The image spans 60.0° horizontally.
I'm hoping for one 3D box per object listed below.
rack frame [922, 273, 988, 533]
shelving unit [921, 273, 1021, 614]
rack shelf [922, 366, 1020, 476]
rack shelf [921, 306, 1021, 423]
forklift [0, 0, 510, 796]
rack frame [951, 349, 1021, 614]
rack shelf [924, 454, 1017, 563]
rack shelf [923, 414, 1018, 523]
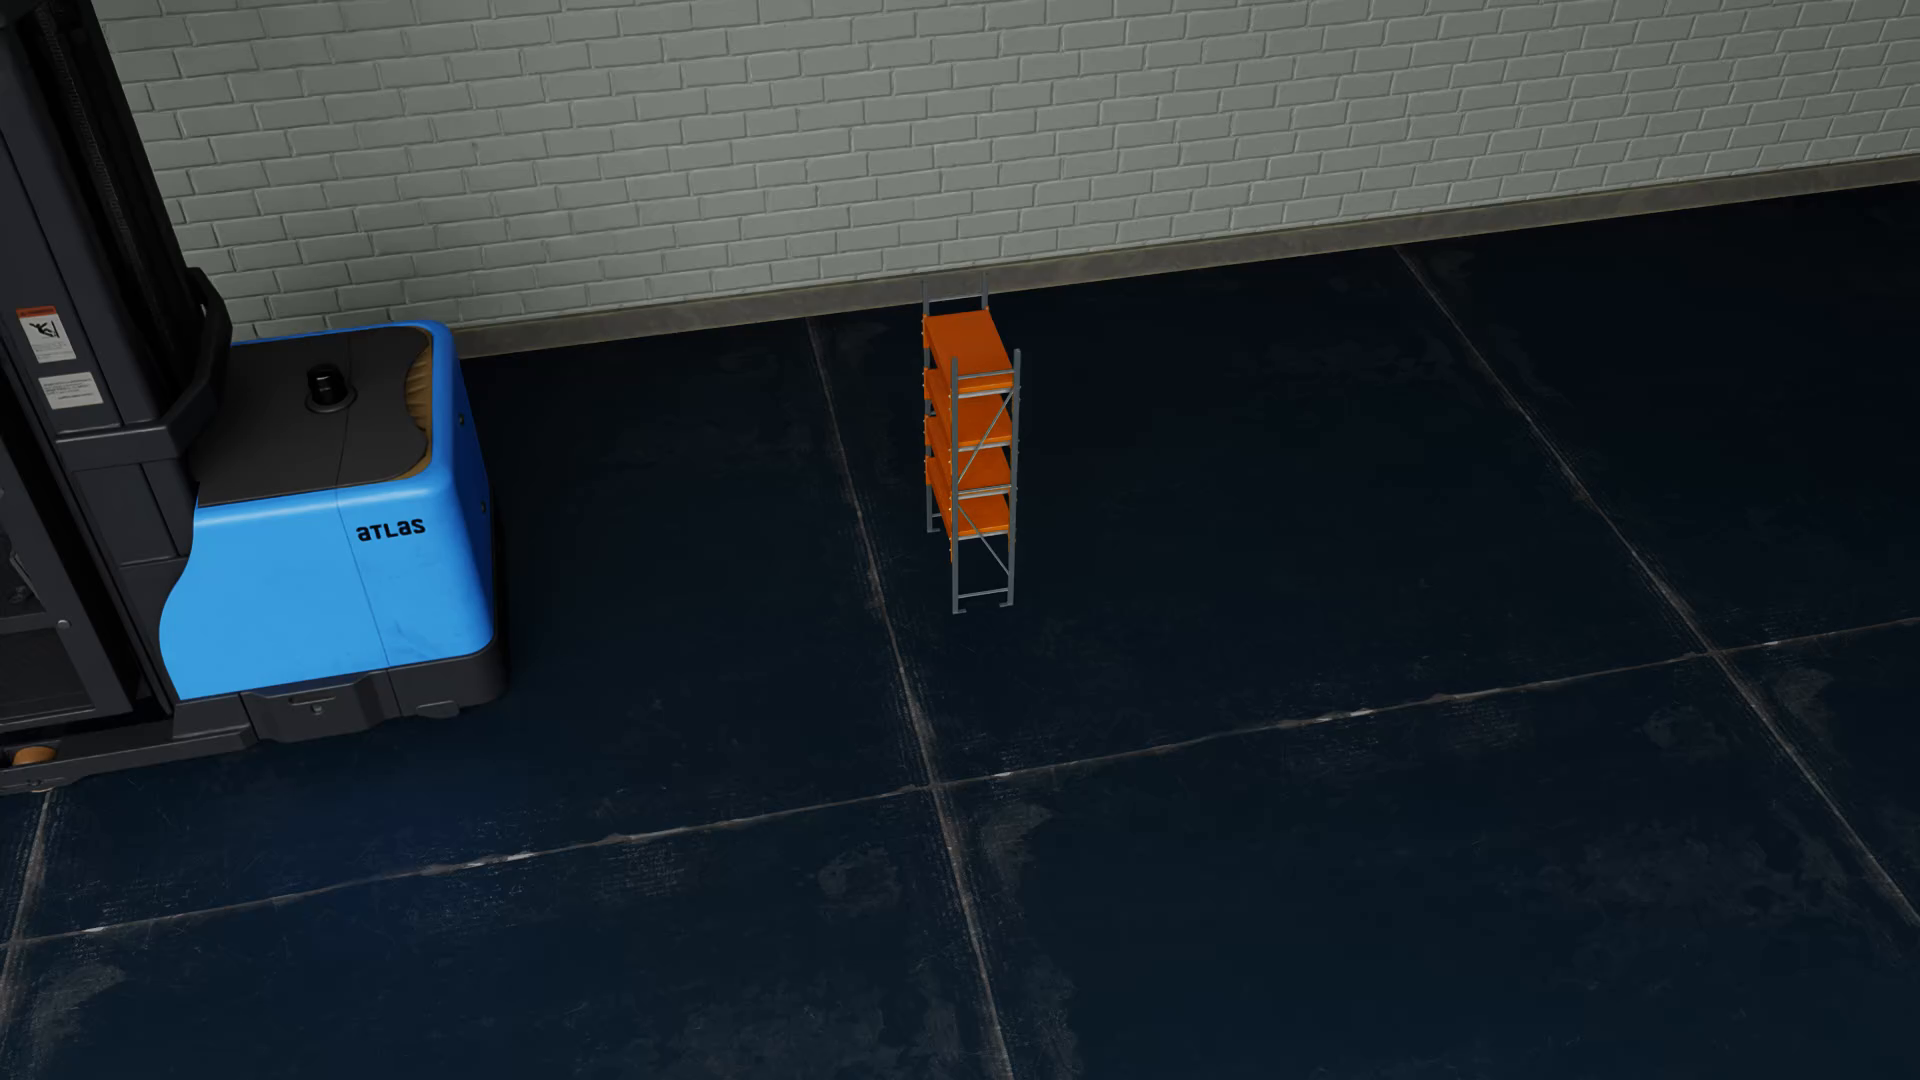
[{"bbox_3d":[-0.017,-0.500,6.409,0.240,1.200,0.015,-8,42,-9],"label":"rack frame"},{"bbox_3d":[0.036,-0.341,6.231,0.258,1.200,0.503,-8,42,-9],"label":"shelving unit"},{"bbox_3d":[0.036,-0.458,6.127,0.258,0.148,0.480,-8,42,-9],"label":"rack shelf"},{"bbox_3d":[0.036,-0.635,5.970,0.258,0.148,0.480,-8,42,-9],"label":"rack shelf"},{"bbox_3d":[-3.214,-0.580,5.195,3.031,2.935,1.130,-9,42,-10],"label":"forklift"},{"bbox_3d":[0.088,-0.183,6.053,0.240,1.200,0.015,-8,42,-9],"label":"rack frame"},{"bbox_3d":[0.036,-0.143,6.407,0.258,0.148,0.480,-8,42,-9],"label":"rack shelf"},{"bbox_3d":[0.036,-0.291,6.275,0.258,0.148,0.480,-8,42,-9],"label":"rack shelf"}]
